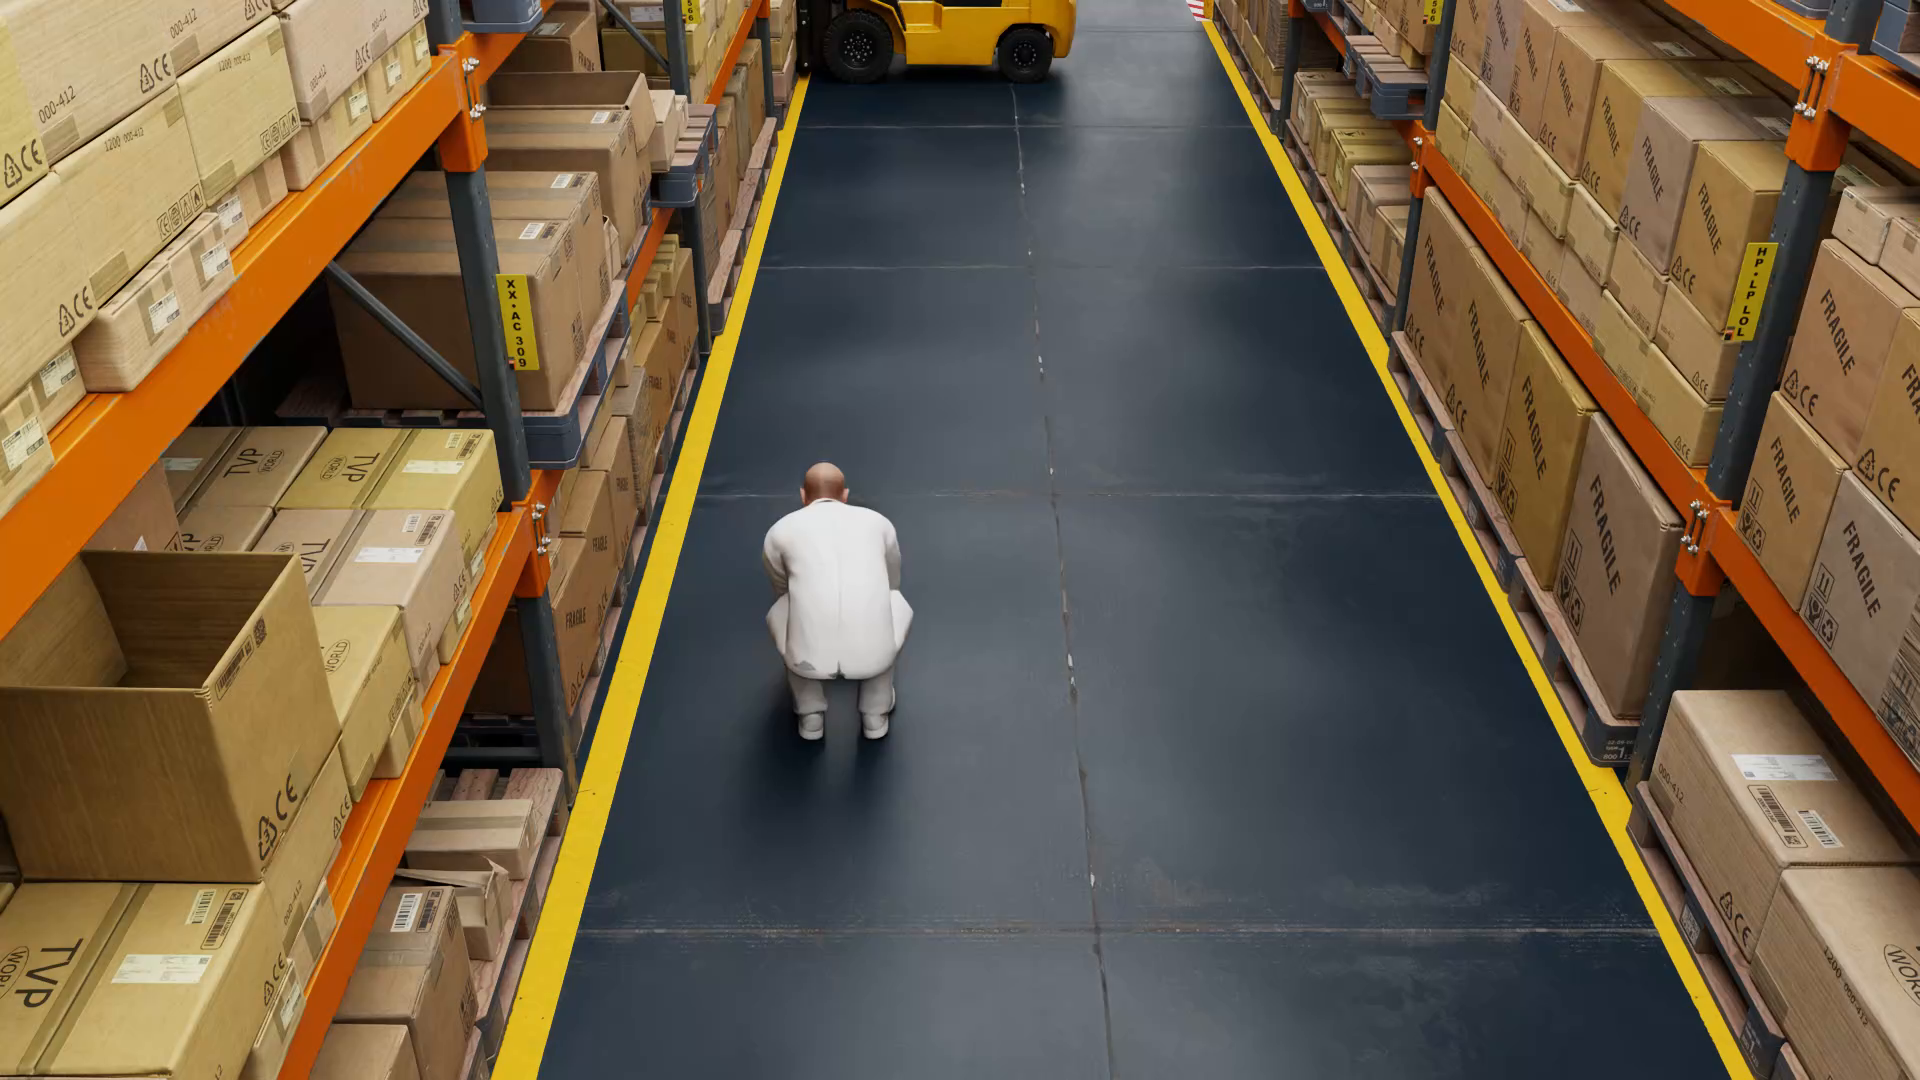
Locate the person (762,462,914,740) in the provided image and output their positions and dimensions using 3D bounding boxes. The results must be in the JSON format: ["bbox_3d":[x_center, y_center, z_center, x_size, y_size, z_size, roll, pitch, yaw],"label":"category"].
[{"bbox_3d":[-0.485,0.244,6.603,0.601,0.894,0.911,-1,31,-1],"label":"person"}]
